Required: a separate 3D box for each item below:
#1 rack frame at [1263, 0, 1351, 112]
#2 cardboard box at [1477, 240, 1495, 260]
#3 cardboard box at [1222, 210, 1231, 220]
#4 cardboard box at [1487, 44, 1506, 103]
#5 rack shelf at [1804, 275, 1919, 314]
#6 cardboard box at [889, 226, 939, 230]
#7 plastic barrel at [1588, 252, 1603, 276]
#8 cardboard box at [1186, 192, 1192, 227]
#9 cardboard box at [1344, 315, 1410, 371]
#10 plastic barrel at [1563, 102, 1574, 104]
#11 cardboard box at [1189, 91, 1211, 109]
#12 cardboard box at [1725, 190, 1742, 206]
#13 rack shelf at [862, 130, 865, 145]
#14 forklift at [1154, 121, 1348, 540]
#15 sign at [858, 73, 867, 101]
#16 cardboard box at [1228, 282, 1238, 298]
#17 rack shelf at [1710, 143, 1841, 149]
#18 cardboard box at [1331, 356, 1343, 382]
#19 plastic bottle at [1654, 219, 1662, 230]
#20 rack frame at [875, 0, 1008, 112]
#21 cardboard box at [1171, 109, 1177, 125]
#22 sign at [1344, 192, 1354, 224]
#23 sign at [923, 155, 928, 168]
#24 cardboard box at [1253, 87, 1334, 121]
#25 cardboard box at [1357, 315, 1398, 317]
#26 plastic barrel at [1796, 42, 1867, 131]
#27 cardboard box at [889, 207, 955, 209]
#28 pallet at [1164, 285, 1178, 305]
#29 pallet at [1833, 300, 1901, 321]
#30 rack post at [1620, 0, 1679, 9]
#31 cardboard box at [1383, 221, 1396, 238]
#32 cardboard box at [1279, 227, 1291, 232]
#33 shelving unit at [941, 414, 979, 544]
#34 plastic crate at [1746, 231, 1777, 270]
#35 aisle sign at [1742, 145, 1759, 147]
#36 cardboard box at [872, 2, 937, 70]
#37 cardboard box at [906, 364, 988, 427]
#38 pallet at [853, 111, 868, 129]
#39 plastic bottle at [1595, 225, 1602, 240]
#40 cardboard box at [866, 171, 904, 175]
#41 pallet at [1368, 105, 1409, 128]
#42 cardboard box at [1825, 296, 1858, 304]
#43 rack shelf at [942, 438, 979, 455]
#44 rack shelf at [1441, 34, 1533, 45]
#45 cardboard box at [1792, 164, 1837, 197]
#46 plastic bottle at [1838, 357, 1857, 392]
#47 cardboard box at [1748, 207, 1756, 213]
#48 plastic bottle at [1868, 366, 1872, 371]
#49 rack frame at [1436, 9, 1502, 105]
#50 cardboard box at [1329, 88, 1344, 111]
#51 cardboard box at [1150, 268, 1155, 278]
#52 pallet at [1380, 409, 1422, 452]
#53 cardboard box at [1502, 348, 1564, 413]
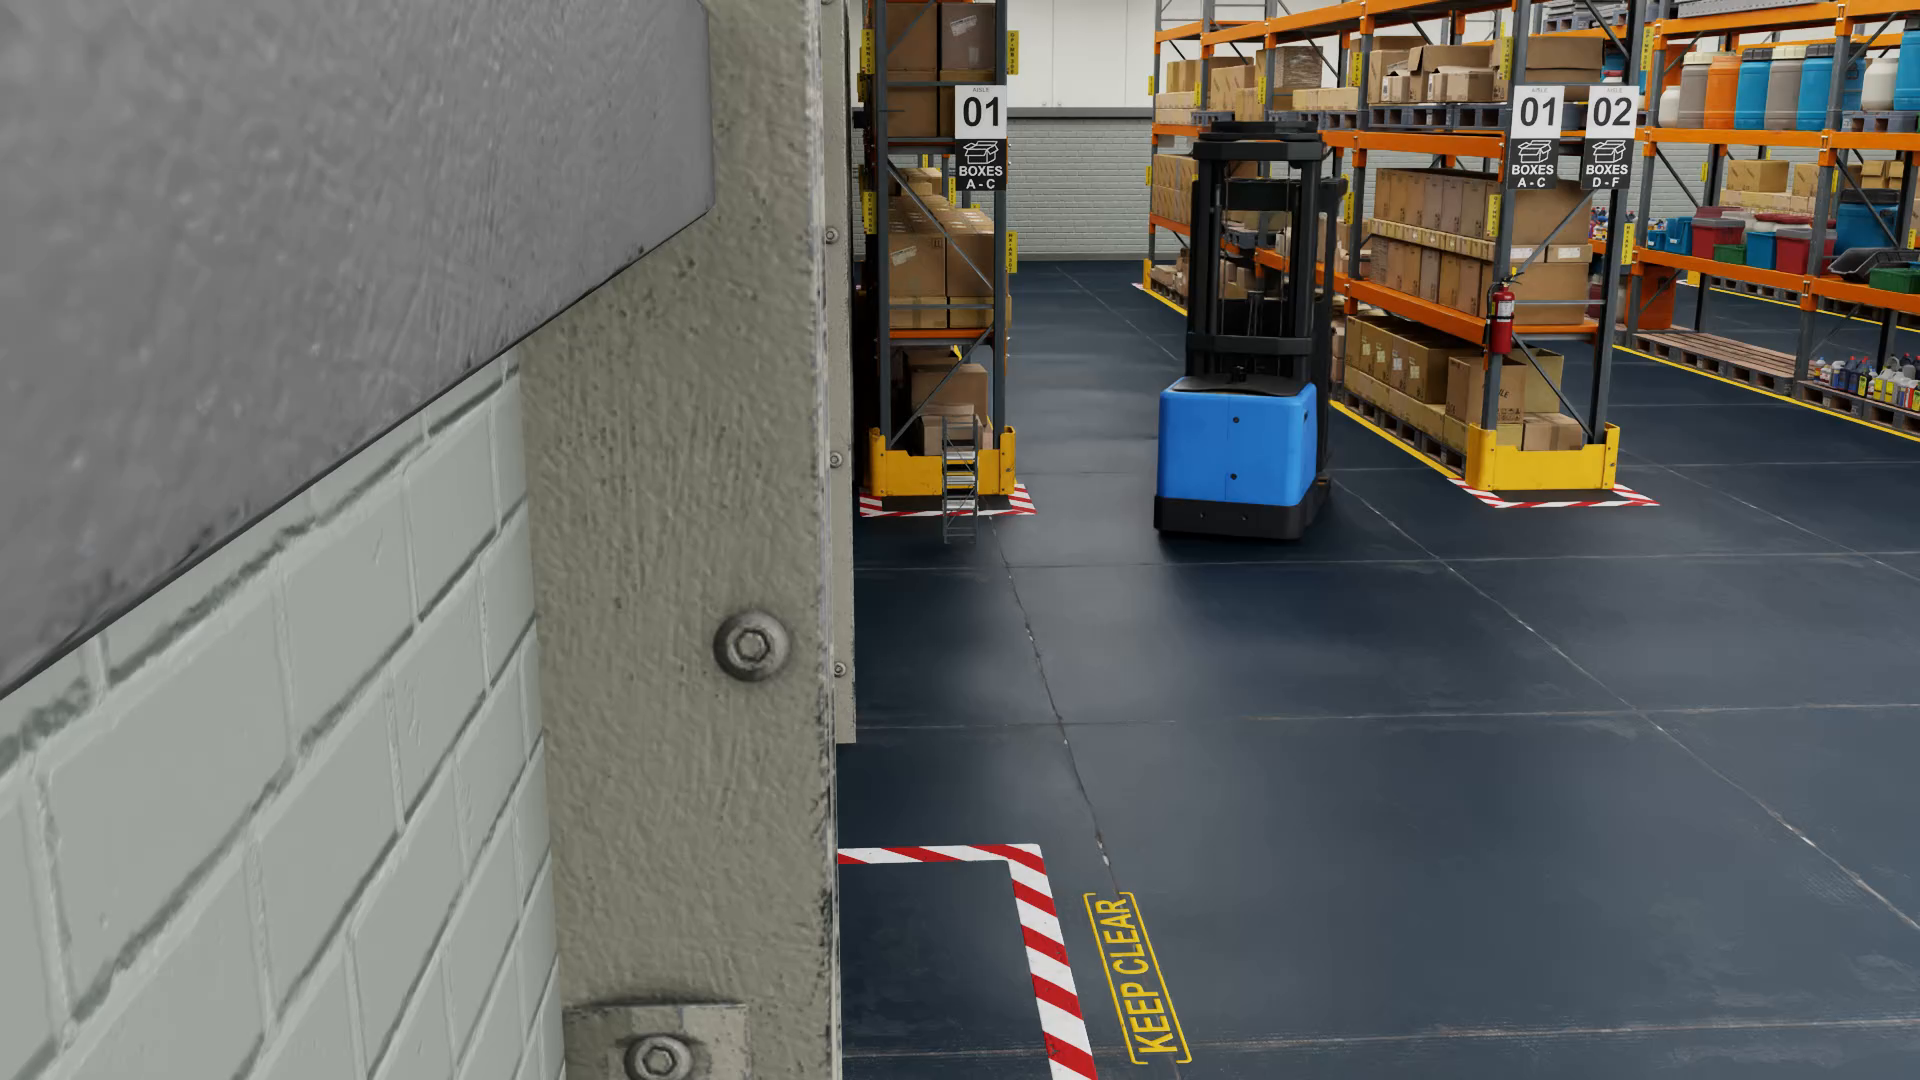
[{"bbox_3d":[4.305,-6.808,20.429,1.000,3.000,0.127,-1,14,-3],"label":"rack frame"},{"bbox_3d":[4.569,-2.433,13.961,0.380,0.149,0.250,-1,14,-2],"label":"cardboard box"},{"bbox_3d":[3.969,-4.858,23.846,0.700,0.500,0.500,1,14,5],"label":"cardboard box"},{"bbox_3d":[4.970,-4.103,14.609,0.500,0.500,0.500,-1,14,-3],"label":"cardboard box"},{"bbox_3d":[9.621,-2.138,15.760,1.077,0.370,4.000,-1,14,-3],"label":"rack shelf"},{"bbox_3d":[-0.406,-2.376,13.995,0.500,0.500,0.500,-1,14,-3],"label":"cardboard box"},{"bbox_3d":[9.062,-3.849,24.334,0.600,0.901,0.708,-1,14,-3],"label":"plastic barrel"},{"bbox_3d":[3.770,-5.067,25.498,0.500,0.500,0.500,-1,14,-3],"label":"cardboard box"},{"bbox_3d":[4.269,-2.023,17.040,0.500,0.500,0.500,-1,14,-3],"label":"cardboard box"},{"bbox_3d":[8.783,-6.561,24.369,0.433,0.535,0.433,0,14,0],"label":"plastic barrel"},{"bbox_3d":[3.756,-6.637,25.079,0.500,0.250,0.500,-1,14,-3],"label":"cardboard box"},{"bbox_3d":[13.496,-5.863,28.499,0.500,0.250,0.500,-1,14,-4],"label":"cardboard box"},{"bbox_3d":[-1.011,-6.422,26.391,1.077,0.370,4.000,-1,14,-3],"label":"rack shelf"},{"bbox_3d":[2.362,-1.745,12.926,1.130,2.935,3.031,5,15,18],"label":"forklift"},{"bbox_3d":[-1.194,-5.561,20.402,0.100,0.325,0.005,-1,14,-3],"label":"sign"},{"bbox_3d":[3.981,-3.263,22.823,0.500,0.500,0.500,-1,14,-5],"label":"cardboard box"},{"bbox_3d":[13.821,-6.652,27.282,1.077,0.370,4.000,-1,14,-3],"label":"rack shelf"},{"bbox_3d":[4.238,-1.879,17.984,0.500,0.250,0.500,-1,14,-4],"label":"cardboard box"},{"bbox_3d":[9.539,-4.241,22.725,0.061,0.283,0.133,-1,14,-3],"label":"plastic bottle"},{"bbox_3d":[-0.143,-4.741,12.395,1.000,3.000,0.127,-1,14,-3],"label":"rack frame"},{"bbox_3d":[3.675,-6.768,26.592,0.500,0.250,0.500,-1,14,-3],"label":"cardboard box"},{"bbox_3d":[4.012,-3.420,17.133,0.100,0.325,0.005,-1,14,-3],"label":"sign"},{"bbox_3d":[-0.592,-6.496,28.454,0.100,0.325,0.005,-1,14,-3],"label":"sign"},{"bbox_3d":[4.244,-5.512,21.210,0.910,0.500,0.500,-1,14,-3],"label":"cardboard box"},{"bbox_3d":[4.717,-2.412,18.929,0.500,0.311,0.500,-1,14,-5],"label":"cardboard box"},{"bbox_3d":[9.249,-4.802,17.646,0.600,0.901,0.708,-1,14,-3],"label":"plastic barrel"},{"bbox_3d":[-0.389,-3.219,17.436,0.700,0.500,0.500,-1,14,-3],"label":"cardboard box"},{"bbox_3d":[3.937,-4.022,27.236,1.003,0.211,1.213,-1,14,-3],"label":"pallet"},{"bbox_3d":[14.068,-3.509,25.240,1.003,0.211,1.213,-1,14,-3],"label":"pallet"},{"bbox_3d":[9.163,-7.027,21.430,0.954,0.300,0.937,-1,14,-3],"label":"rack post"},{"bbox_3d":[4.409,-3.074,16.453,0.380,0.149,0.250,-1,14,-5],"label":"cardboard box"},{"bbox_3d":[4.284,-3.769,20.833,0.500,0.311,0.500,0,14,0],"label":"cardboard box"},{"bbox_3d":[0.000,-0.438,11.922,0.258,0.900,0.210,-1,14,-3],"label":"shelving unit"},{"bbox_3d":[9.118,-3.246,18.653,0.392,0.384,0.575,-1,14,-3],"label":"plastic crate"},{"bbox_3d":[13.992,-7.326,29.263,0.394,0.787,0.004,-1,14,-3],"label":"aisle sign"},{"bbox_3d":[-0.431,-3.934,13.030,0.500,0.500,0.500,0,14,-1],"label":"cardboard box"},{"bbox_3d":[-0.127,-1.337,15.337,0.700,0.500,0.500,-2,15,-7],"label":"cardboard box"},{"bbox_3d":[-0.732,-5.346,21.144,1.213,0.211,1.003,0,14,-1],"label":"pallet"},{"bbox_3d":[8.759,-4.208,22.760,0.097,0.201,0.097,0,14,0],"label":"plastic bottle"},{"bbox_3d":[-1.015,-4.883,22.642,0.500,0.250,0.500,-1,14,-5],"label":"cardboard box"},{"bbox_3d":[4.631,-4.106,16.124,1.003,0.211,1.213,-1,14,-3],"label":"pallet"},{"bbox_3d":[14.004,-4.065,25.228,1.225,0.875,0.875,-1,14,-3],"label":"cardboard box"},{"bbox_3d":[0.000,-0.667,11.863,0.258,0.077,0.200,-1,14,-3],"label":"rack shelf"},{"bbox_3d":[8.877,-7.834,26.661,1.077,0.370,4.000,-1,14,-3],"label":"rack shelf"},{"bbox_3d":[13.622,-5.719,26.434,0.500,0.500,0.500,-1,14,-3],"label":"cardboard box"},{"bbox_3d":[9.133,-1.707,17.074,0.144,0.351,0.185,0,14,-2],"label":"plastic bottle"},{"bbox_3d":[13.471,-5.510,27.925,0.380,0.149,0.250,-1,14,-4],"label":"cardboard box"},{"bbox_3d":[9.262,-1.634,16.951,0.097,0.271,0.097,0,14,0],"label":"plastic bottle"},{"bbox_3d":[8.753,-8.874,28.455,1.000,3.000,0.127,-1,14,-3],"label":"rack frame"},{"bbox_3d":[4.495,-4.968,18.754,0.500,0.250,0.500,-2,15,-8],"label":"cardboard box"},{"bbox_3d":[3.492,-4.616,28.784,0.380,0.149,0.250,-1,14,-3],"label":"cardboard box"},{"bbox_3d":[4.639,-1.055,15.704,1.003,0.211,1.213,-1,14,-3],"label":"pallet"},{"bbox_3d":[4.956,-1.410,14.655,0.500,0.500,0.500,-1,14,-3],"label":"cardboard box"}]
